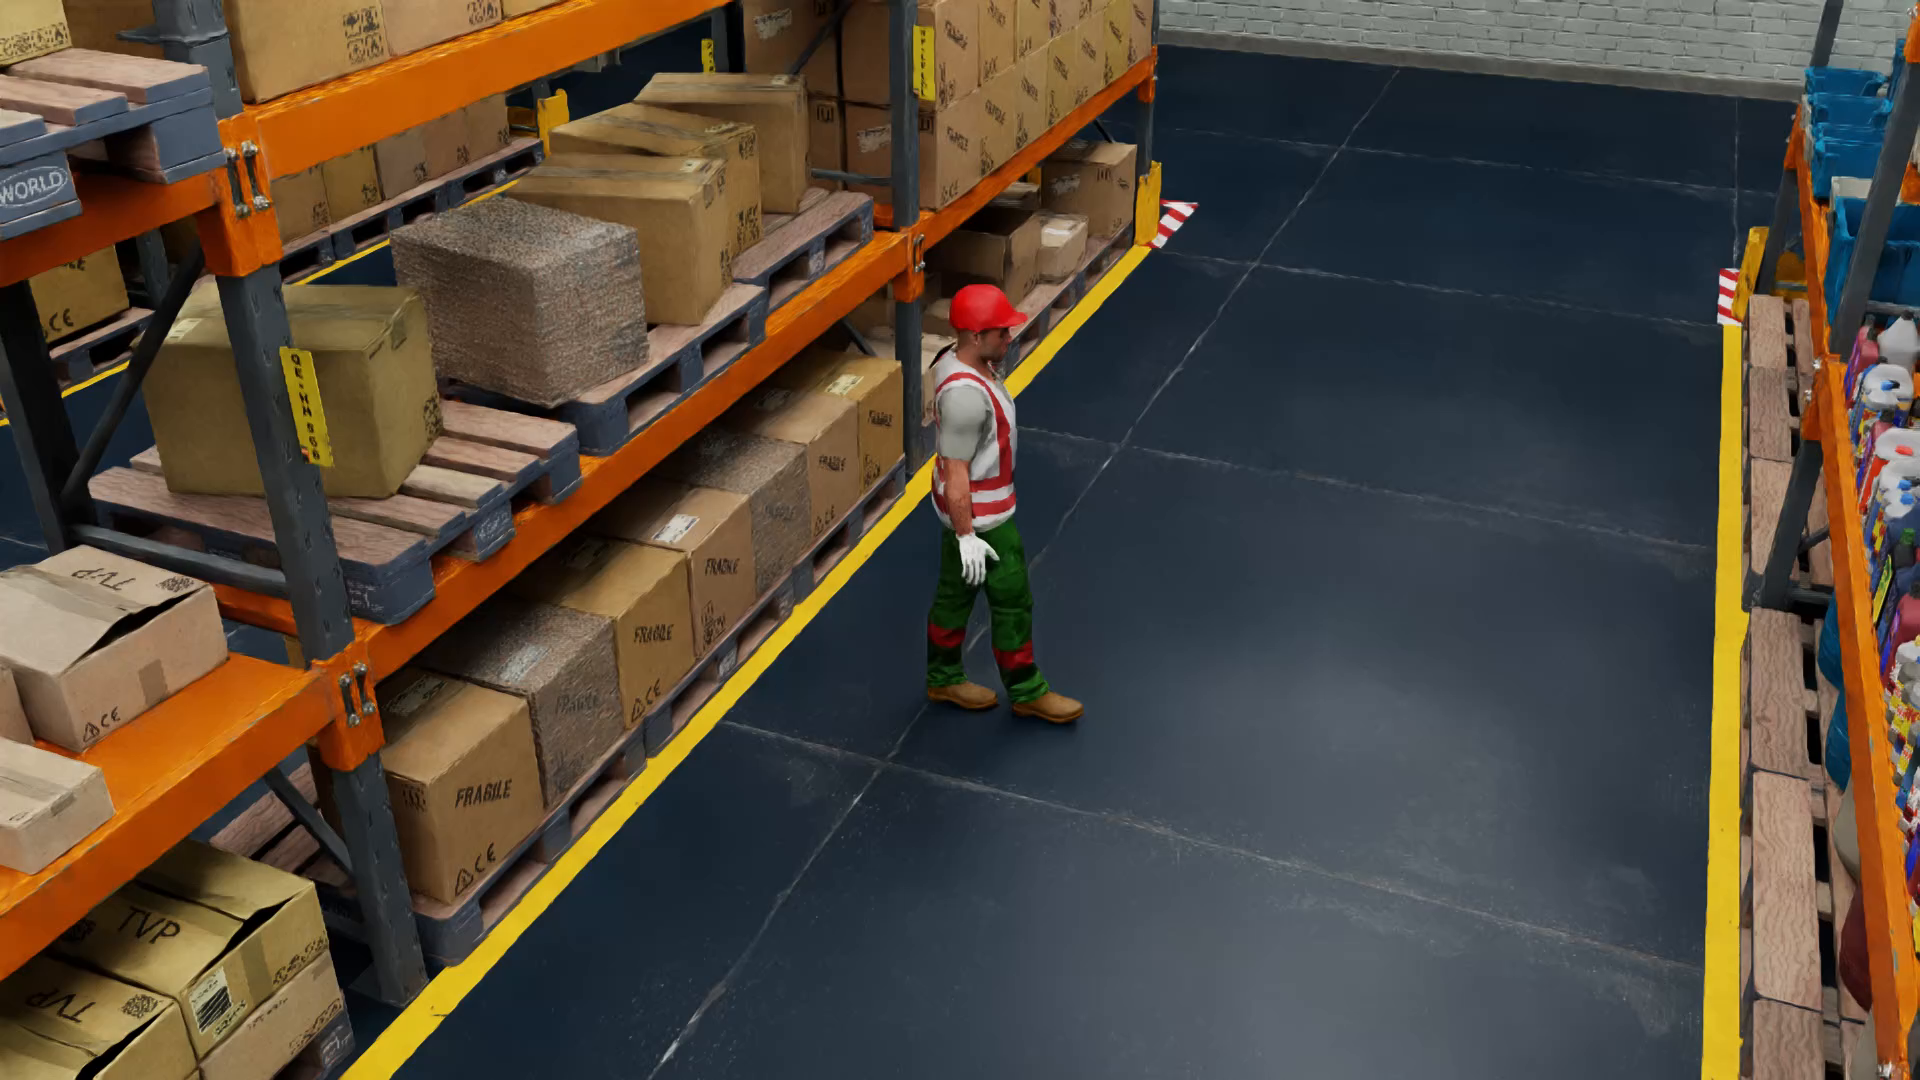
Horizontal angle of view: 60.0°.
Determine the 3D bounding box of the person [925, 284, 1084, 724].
[{"bbox_3d":[0.173,-0.121,6.298,0.614,1.786,0.665,-3,30,-6],"label":"person"}]
